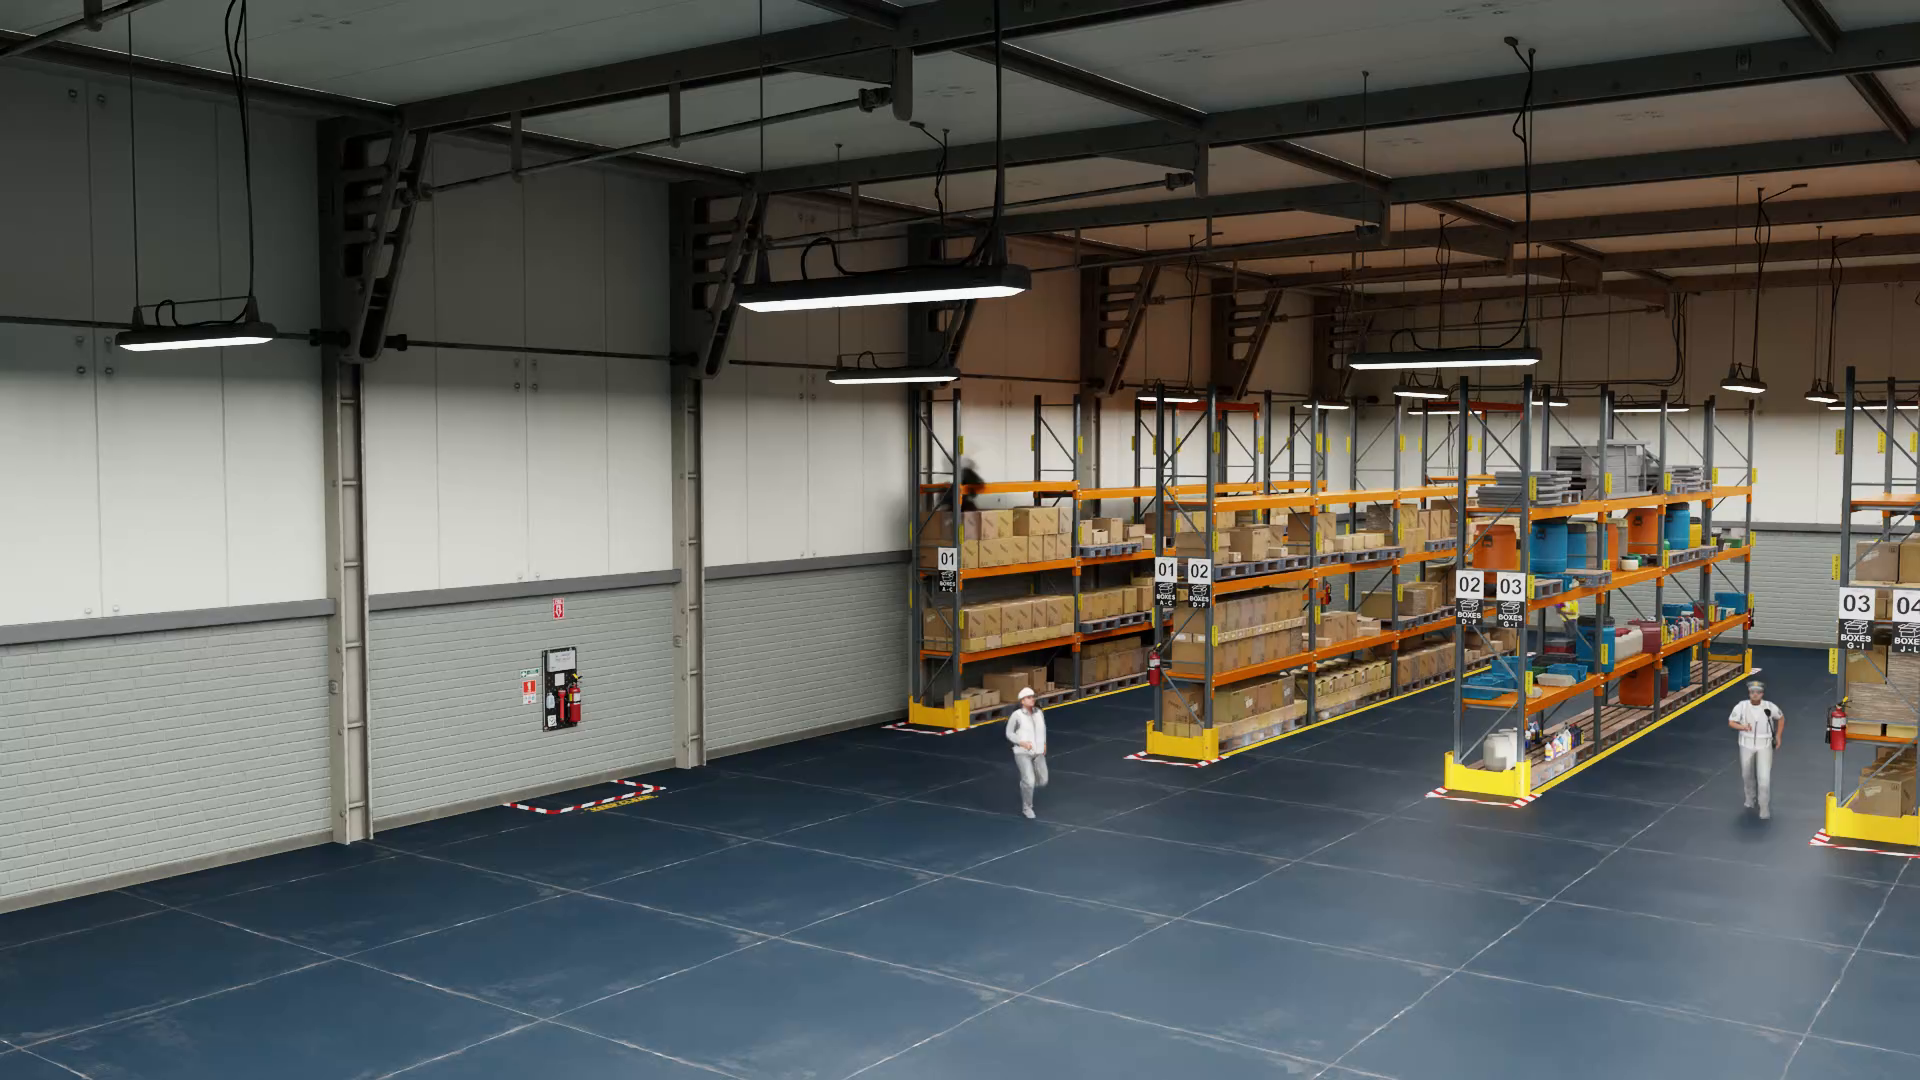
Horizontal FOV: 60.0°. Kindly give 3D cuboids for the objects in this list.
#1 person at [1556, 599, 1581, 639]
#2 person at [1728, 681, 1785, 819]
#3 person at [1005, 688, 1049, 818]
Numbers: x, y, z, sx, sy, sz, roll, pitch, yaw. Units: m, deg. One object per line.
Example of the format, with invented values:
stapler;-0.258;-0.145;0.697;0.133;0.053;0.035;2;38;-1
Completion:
person;14.327;1.890;38.977;0.727;1.748;0.912;-1;3;-12
person;10.796;2.836;22.574;0.669;1.867;0.738;2;4;30
person;0.925;2.863;22.503;0.691;1.735;0.607;-2;4;-32
